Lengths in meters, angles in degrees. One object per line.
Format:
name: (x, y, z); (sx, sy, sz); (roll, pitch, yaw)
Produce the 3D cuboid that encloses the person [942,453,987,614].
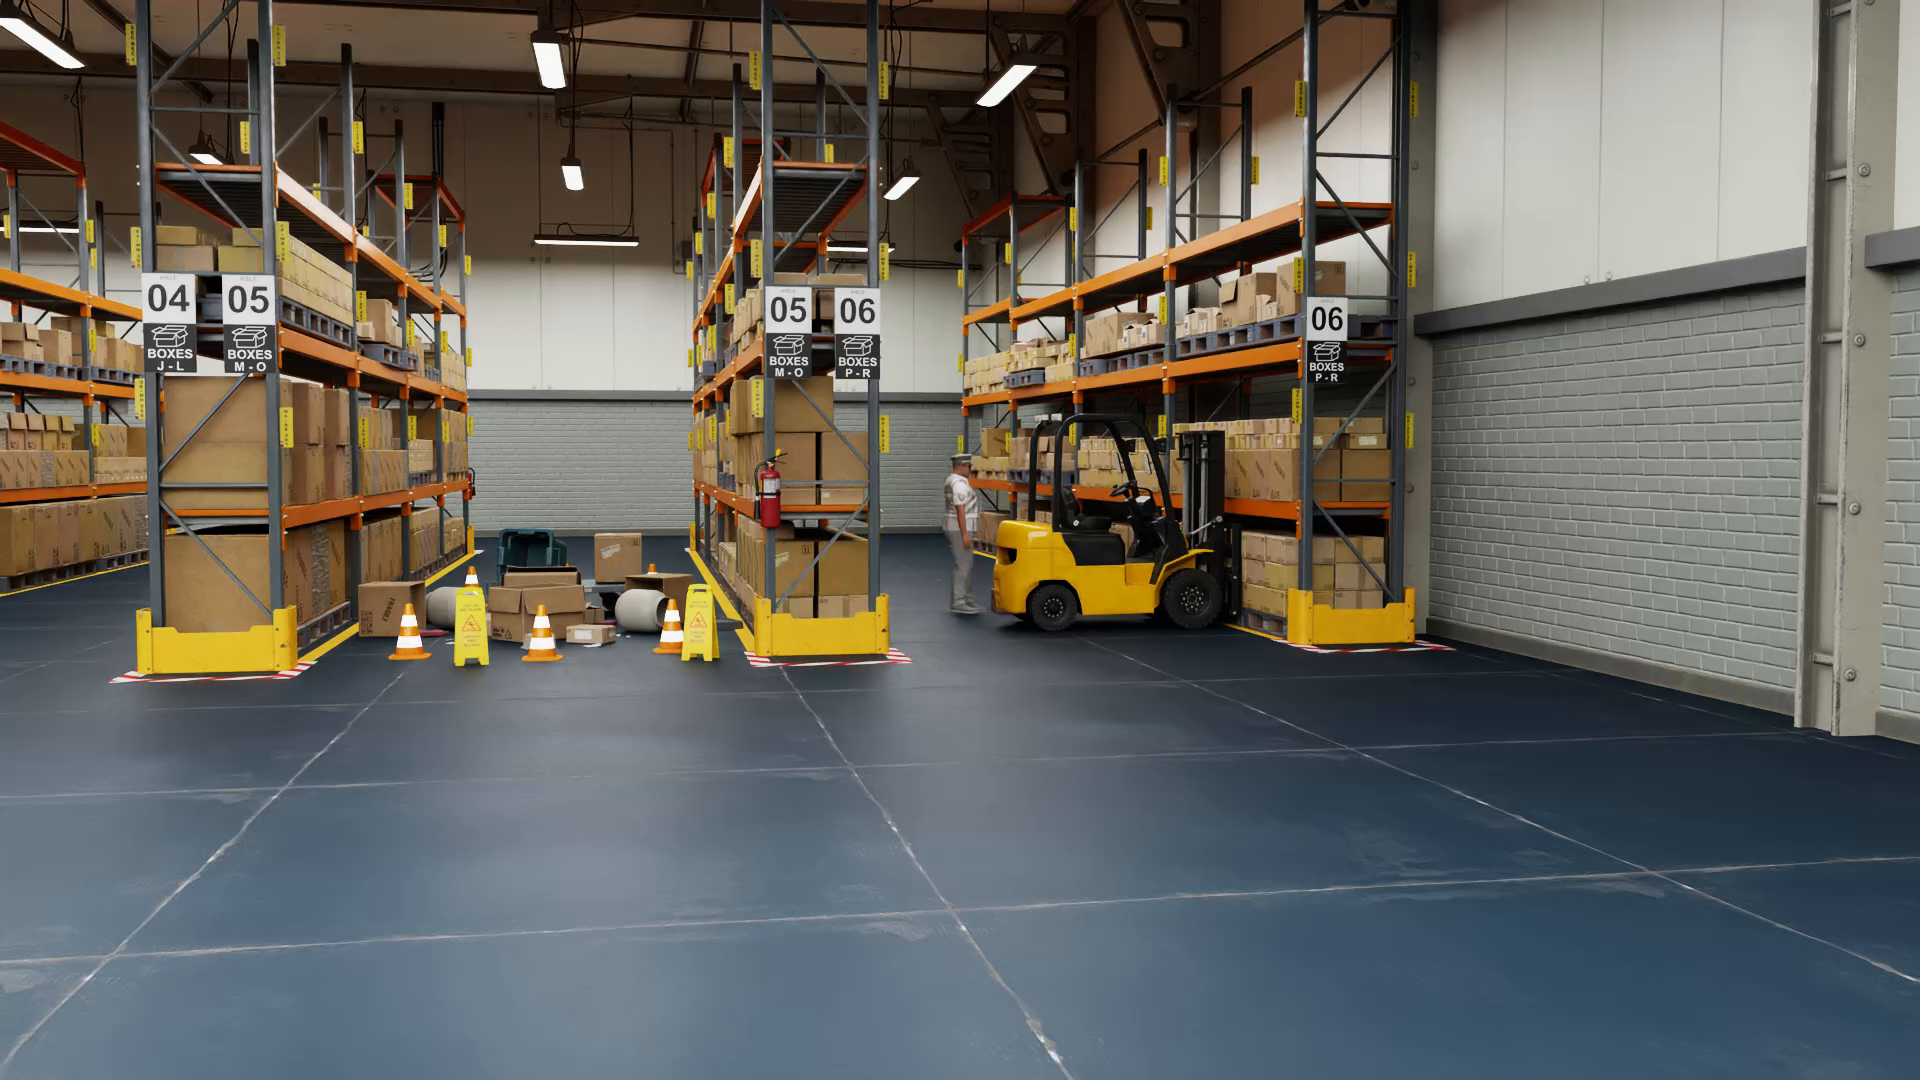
person: (0.078, -0.068, 18.300); (0.526, 1.765, 0.594); (-1, 3, -12)
